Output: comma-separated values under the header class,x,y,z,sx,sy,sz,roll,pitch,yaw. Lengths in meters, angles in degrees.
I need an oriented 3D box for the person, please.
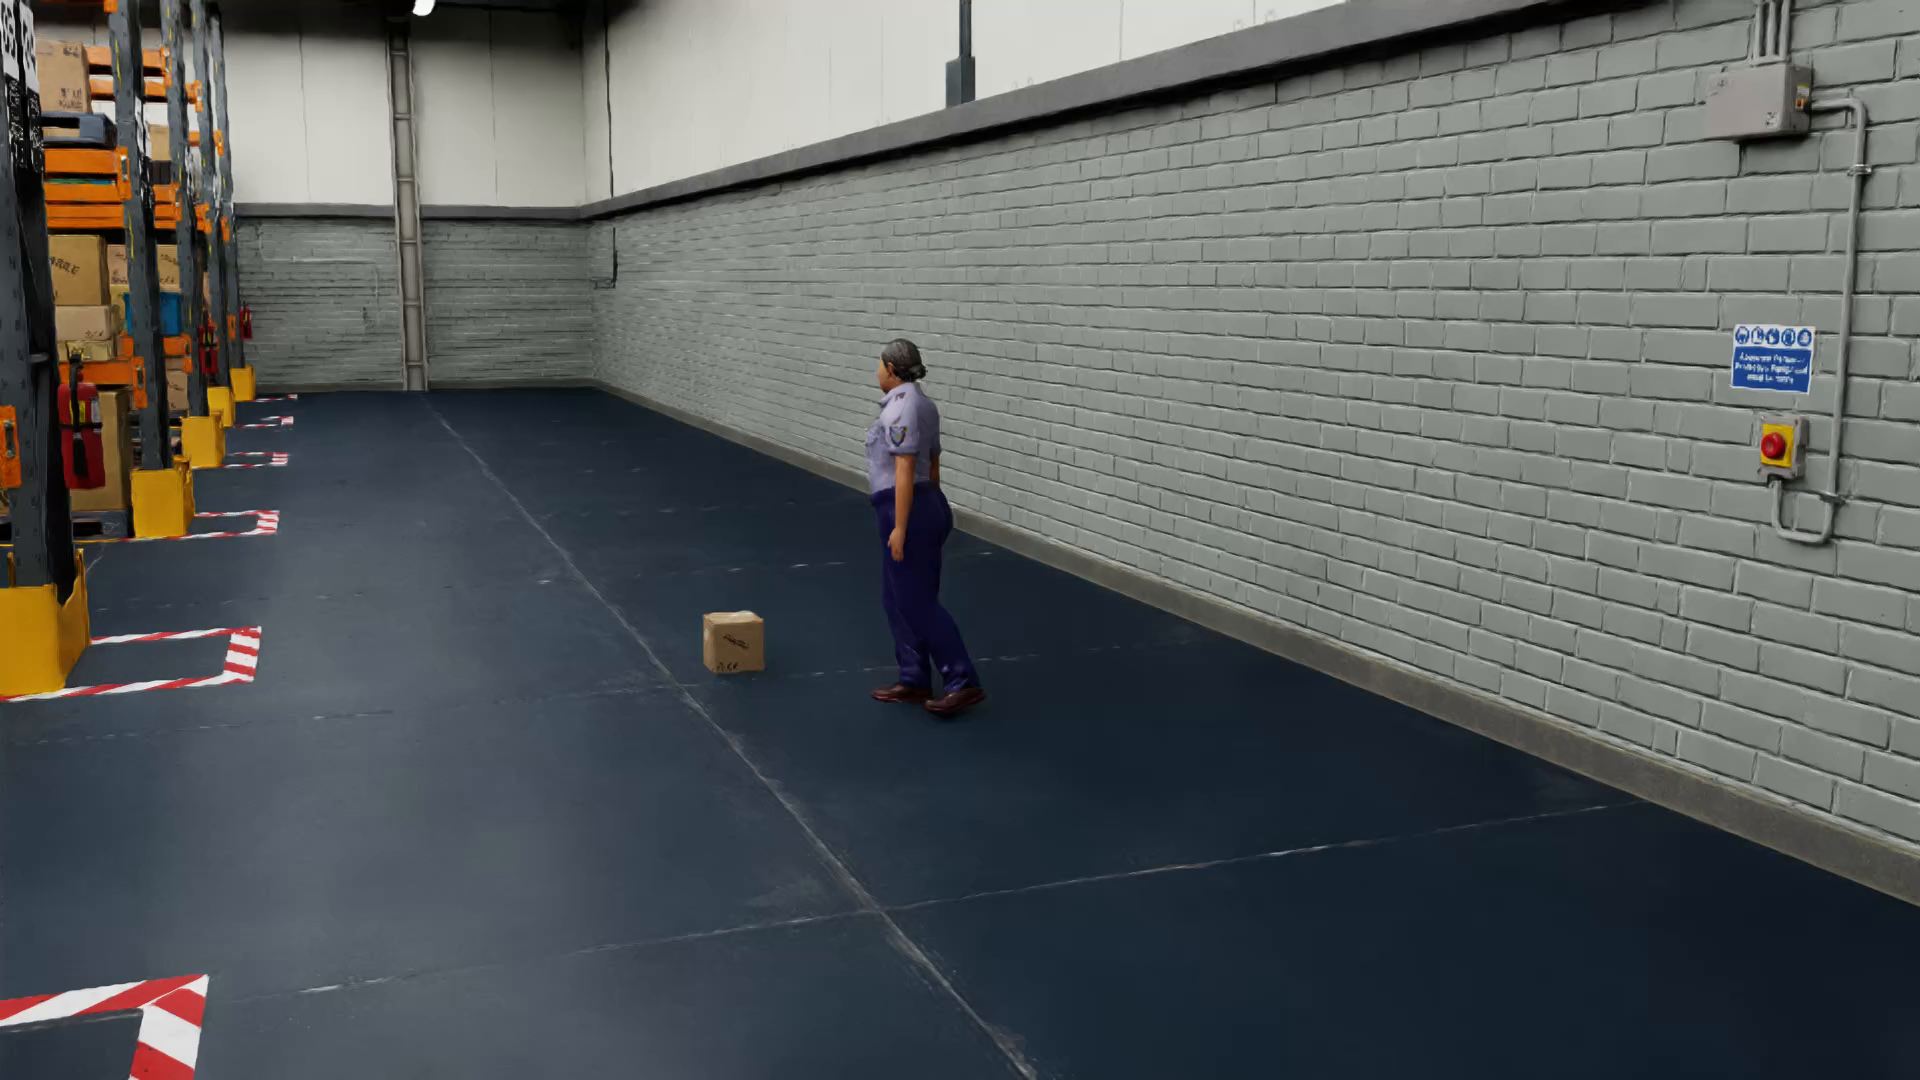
class,x,y,z,sx,sy,sz,roll,pitch,yaw
person,-0.149,-0.065,7.338,0.552,1.634,0.529,2,9,11
